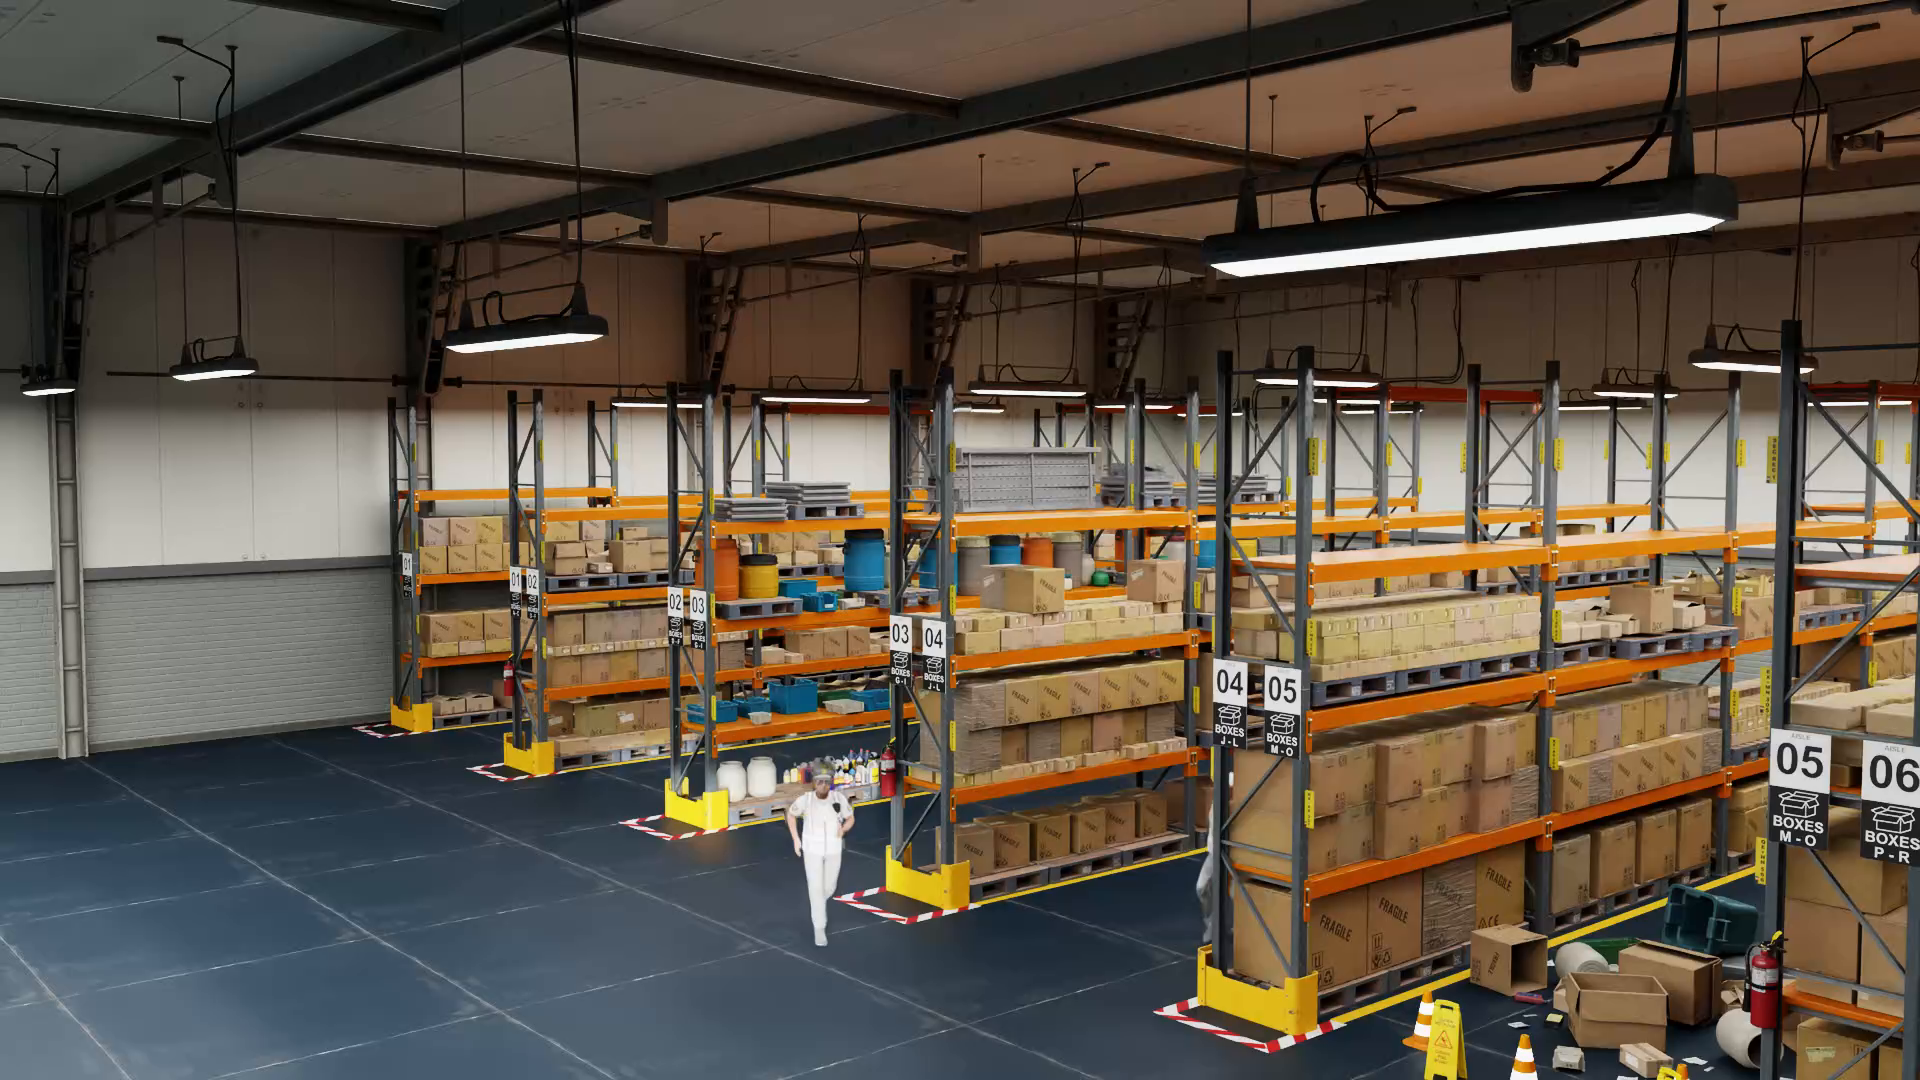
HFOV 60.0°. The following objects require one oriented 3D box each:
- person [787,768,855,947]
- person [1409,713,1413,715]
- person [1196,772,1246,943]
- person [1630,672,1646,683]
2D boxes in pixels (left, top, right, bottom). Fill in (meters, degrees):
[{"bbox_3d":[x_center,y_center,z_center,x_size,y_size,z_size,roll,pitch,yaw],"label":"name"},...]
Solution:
[{"bbox_3d":[-1.443,3.267,17.487,0.696,1.792,0.910,-1,3,-15],"label":"person"},{"bbox_3d":[5.797,3.027,21.538,0.900,1.775,0.685,-3,4,-39],"label":"person"},{"bbox_3d":[2.795,3.288,17.222,0.639,1.796,0.787,3,4,42],"label":"person"},{"bbox_3d":[10.362,2.809,25.533,0.600,1.704,0.903,3,4,42],"label":"person"}]
